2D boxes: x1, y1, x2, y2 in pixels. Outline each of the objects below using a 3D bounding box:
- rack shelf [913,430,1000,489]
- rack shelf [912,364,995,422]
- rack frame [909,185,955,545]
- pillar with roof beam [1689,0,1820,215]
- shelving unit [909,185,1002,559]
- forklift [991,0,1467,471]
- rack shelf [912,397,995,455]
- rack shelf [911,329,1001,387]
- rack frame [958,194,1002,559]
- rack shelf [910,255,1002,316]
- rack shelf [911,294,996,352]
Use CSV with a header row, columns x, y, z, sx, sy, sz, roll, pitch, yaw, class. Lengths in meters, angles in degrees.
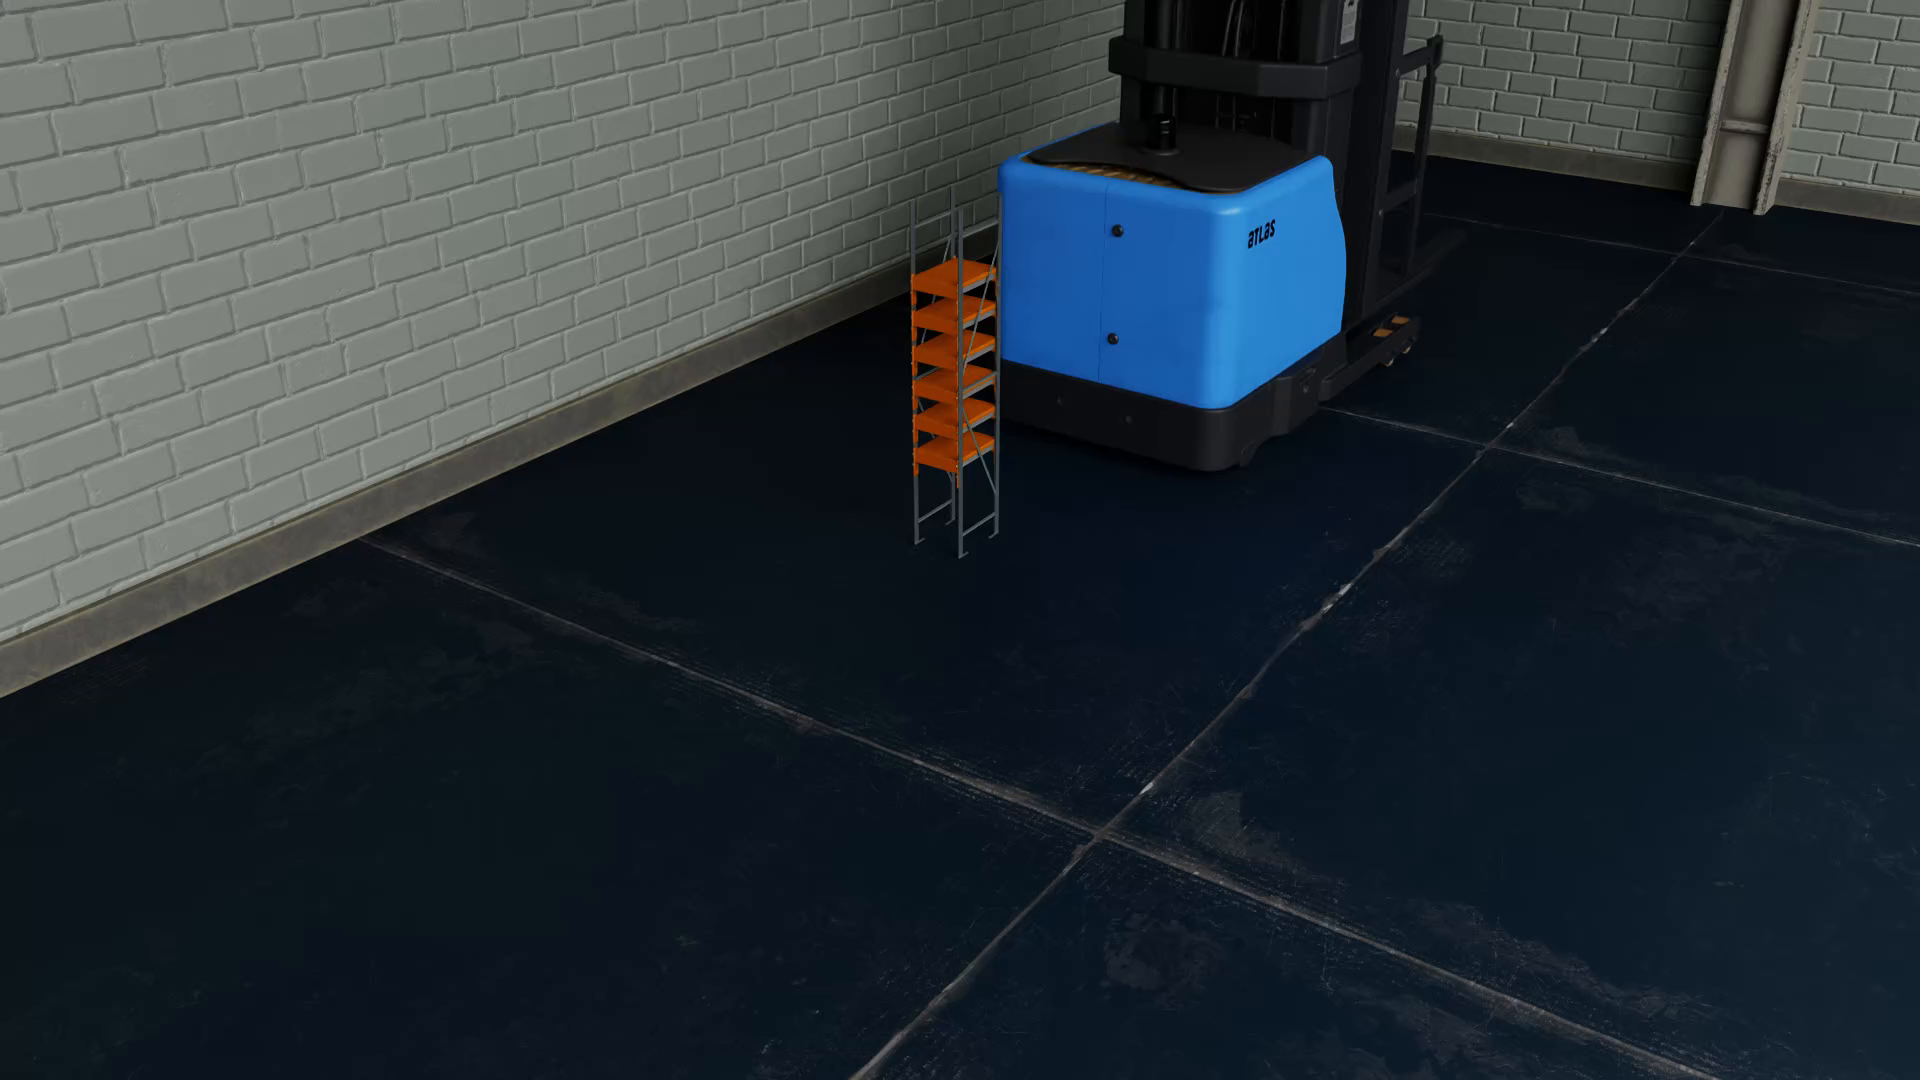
x,y,z,sx,sy,sz,roll,pitch,yaw,class
-0.012,-0.285,5.614,0.180,0.103,0.258,17,32,30,rack shelf
-0.012,-0.499,5.505,0.180,0.103,0.258,17,32,30,rack shelf
-0.087,-0.562,5.531,0.006,1.200,0.240,17,32,30,rack frame
1.991,-4.330,4.337,0.400,9.000,9.100,17,32,30,pillar with roof beam
-0.012,-0.538,5.485,0.189,1.200,0.258,17,32,30,shelving unit
1.381,-2.172,6.786,1.130,2.935,3.031,18,32,31,forklift
-0.012,-0.392,5.560,0.180,0.103,0.258,17,32,30,rack shelf
-0.012,-0.606,5.451,0.180,0.103,0.258,17,32,30,rack shelf
0.063,-0.515,5.439,0.006,1.200,0.240,17,32,30,rack frame
-0.012,-0.820,5.342,0.180,0.103,0.258,17,32,30,rack shelf
-0.012,-0.713,5.396,0.180,0.103,0.258,17,32,30,rack shelf
